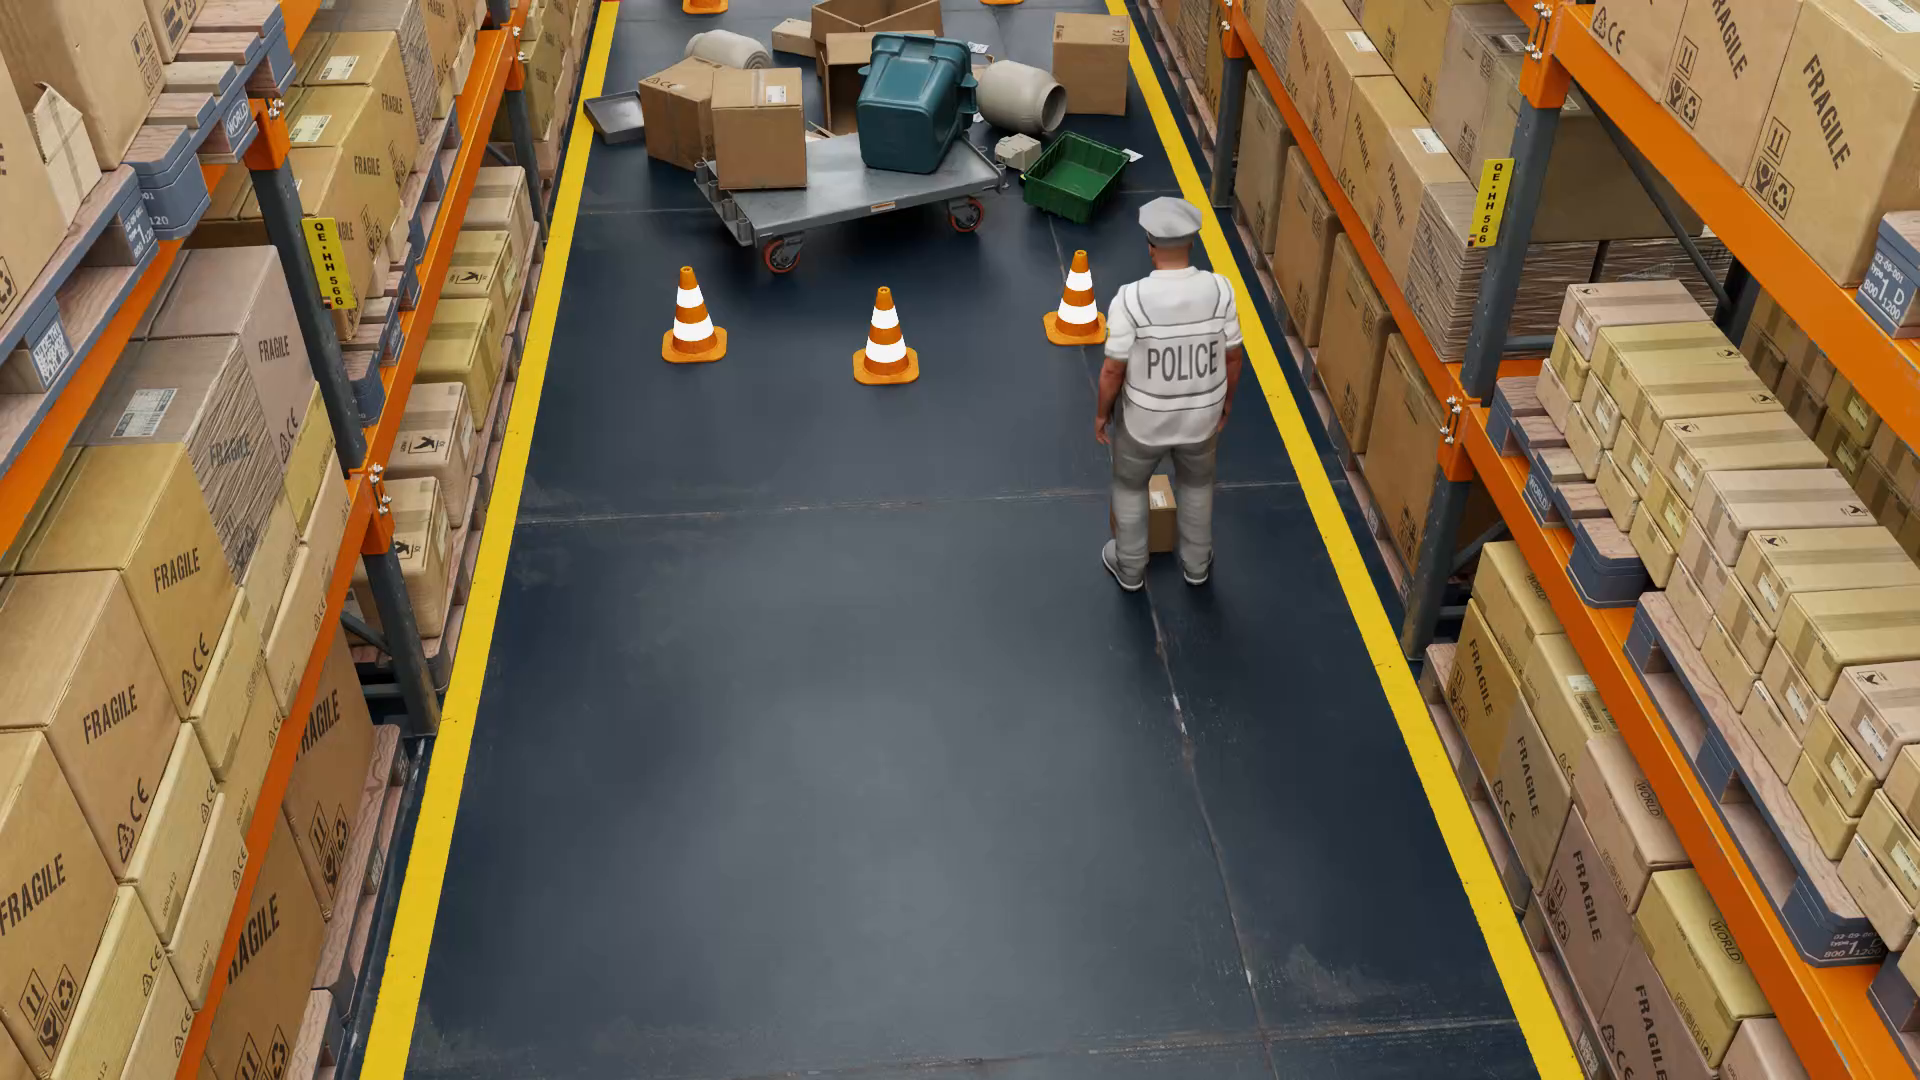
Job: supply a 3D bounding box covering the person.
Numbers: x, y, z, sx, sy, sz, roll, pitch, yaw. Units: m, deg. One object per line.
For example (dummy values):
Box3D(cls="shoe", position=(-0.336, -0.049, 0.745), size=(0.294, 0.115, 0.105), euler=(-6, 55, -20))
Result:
Box3D(cls="person", position=(0.850, -0.526, 6.801), size=(0.604, 1.747, 0.437), euler=(-5, 39, -7))
